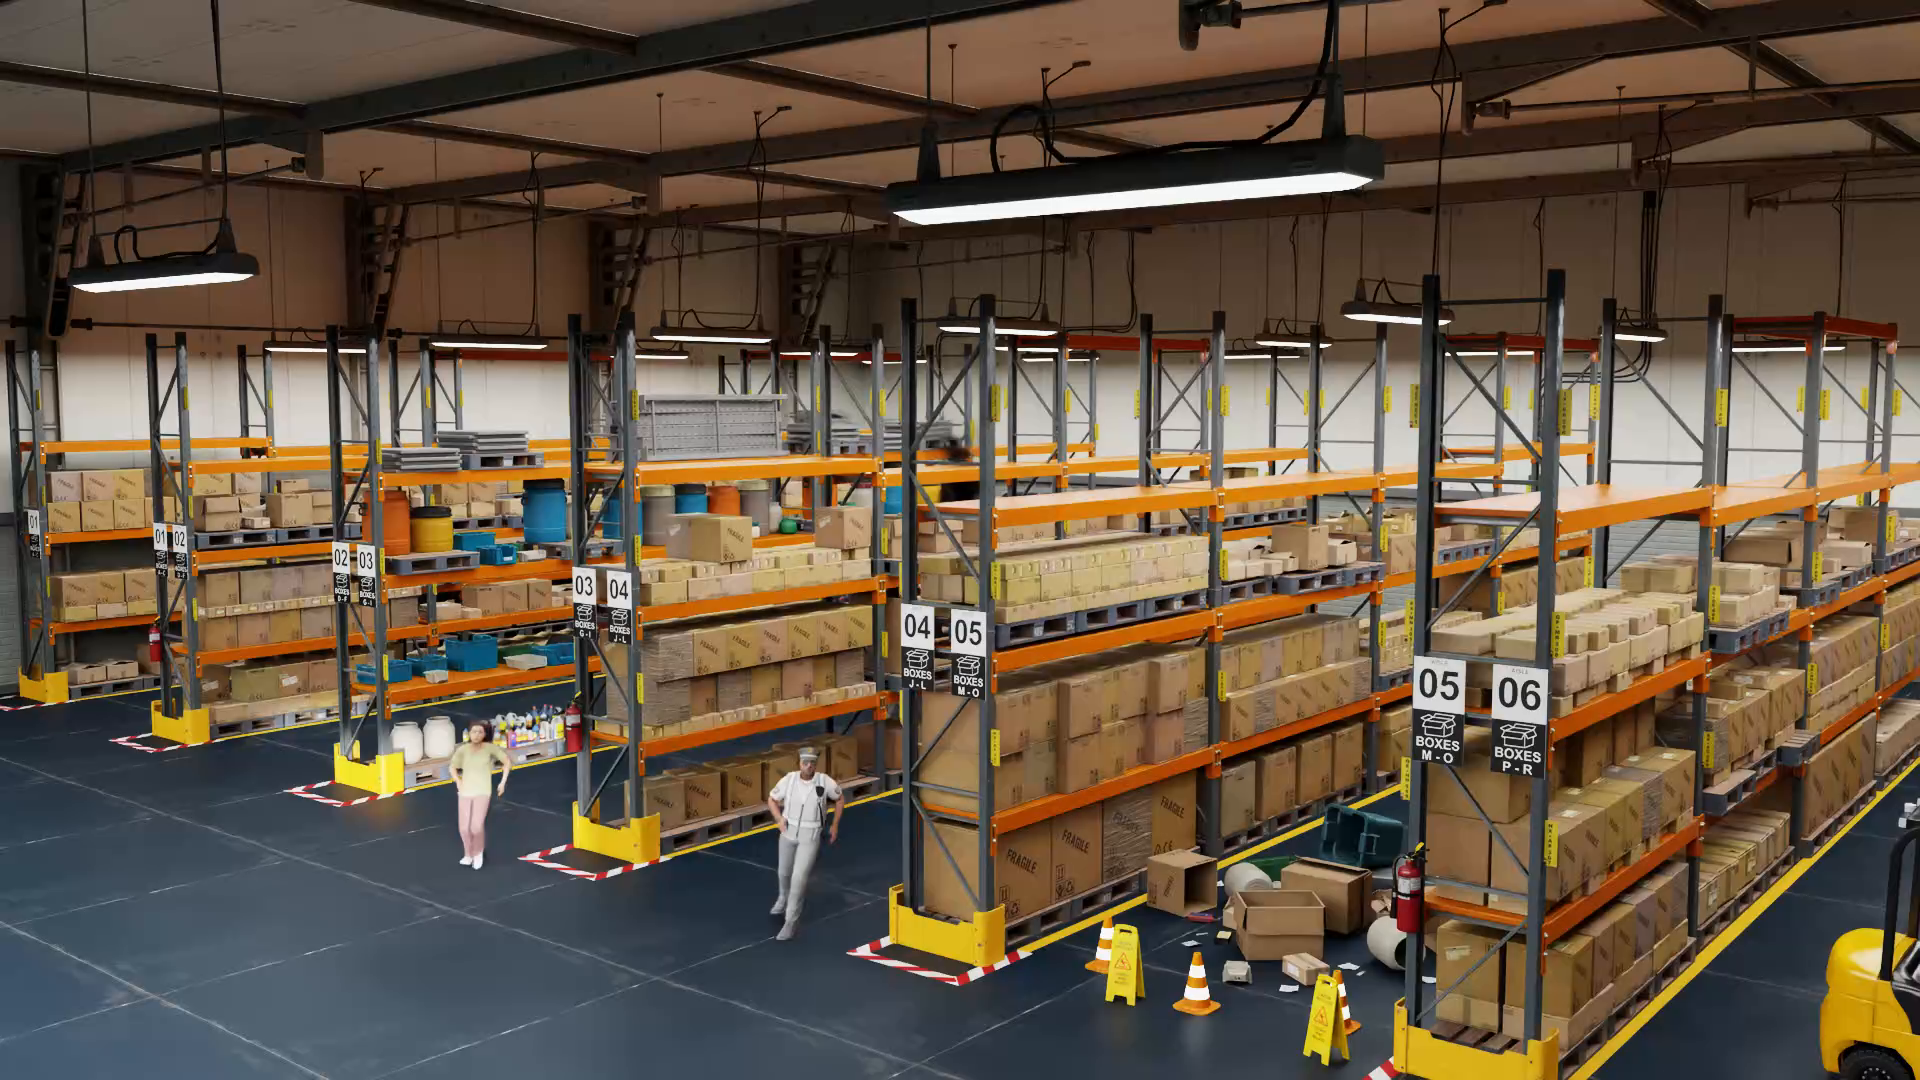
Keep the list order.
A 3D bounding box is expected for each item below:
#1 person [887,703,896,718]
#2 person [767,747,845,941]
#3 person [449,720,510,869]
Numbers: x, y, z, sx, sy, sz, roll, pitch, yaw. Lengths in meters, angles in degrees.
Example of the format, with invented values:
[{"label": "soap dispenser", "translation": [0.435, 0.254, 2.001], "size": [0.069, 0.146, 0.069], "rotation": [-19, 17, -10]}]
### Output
[{"label": "person", "translation": [-0.970, 1.957, 26.201], "size": [0.578, 1.674, 0.865], "rotation": [3, 6, 29]}, {"label": "person", "translation": [-1.518, 2.864, 15.976], "size": [0.741, 1.806, 0.855], "rotation": [1, 5, 8]}, {"label": "person", "translation": [-5.174, 2.727, 17.858], "size": [0.616, 1.612, 0.610], "rotation": [0, 5, -1]}]
